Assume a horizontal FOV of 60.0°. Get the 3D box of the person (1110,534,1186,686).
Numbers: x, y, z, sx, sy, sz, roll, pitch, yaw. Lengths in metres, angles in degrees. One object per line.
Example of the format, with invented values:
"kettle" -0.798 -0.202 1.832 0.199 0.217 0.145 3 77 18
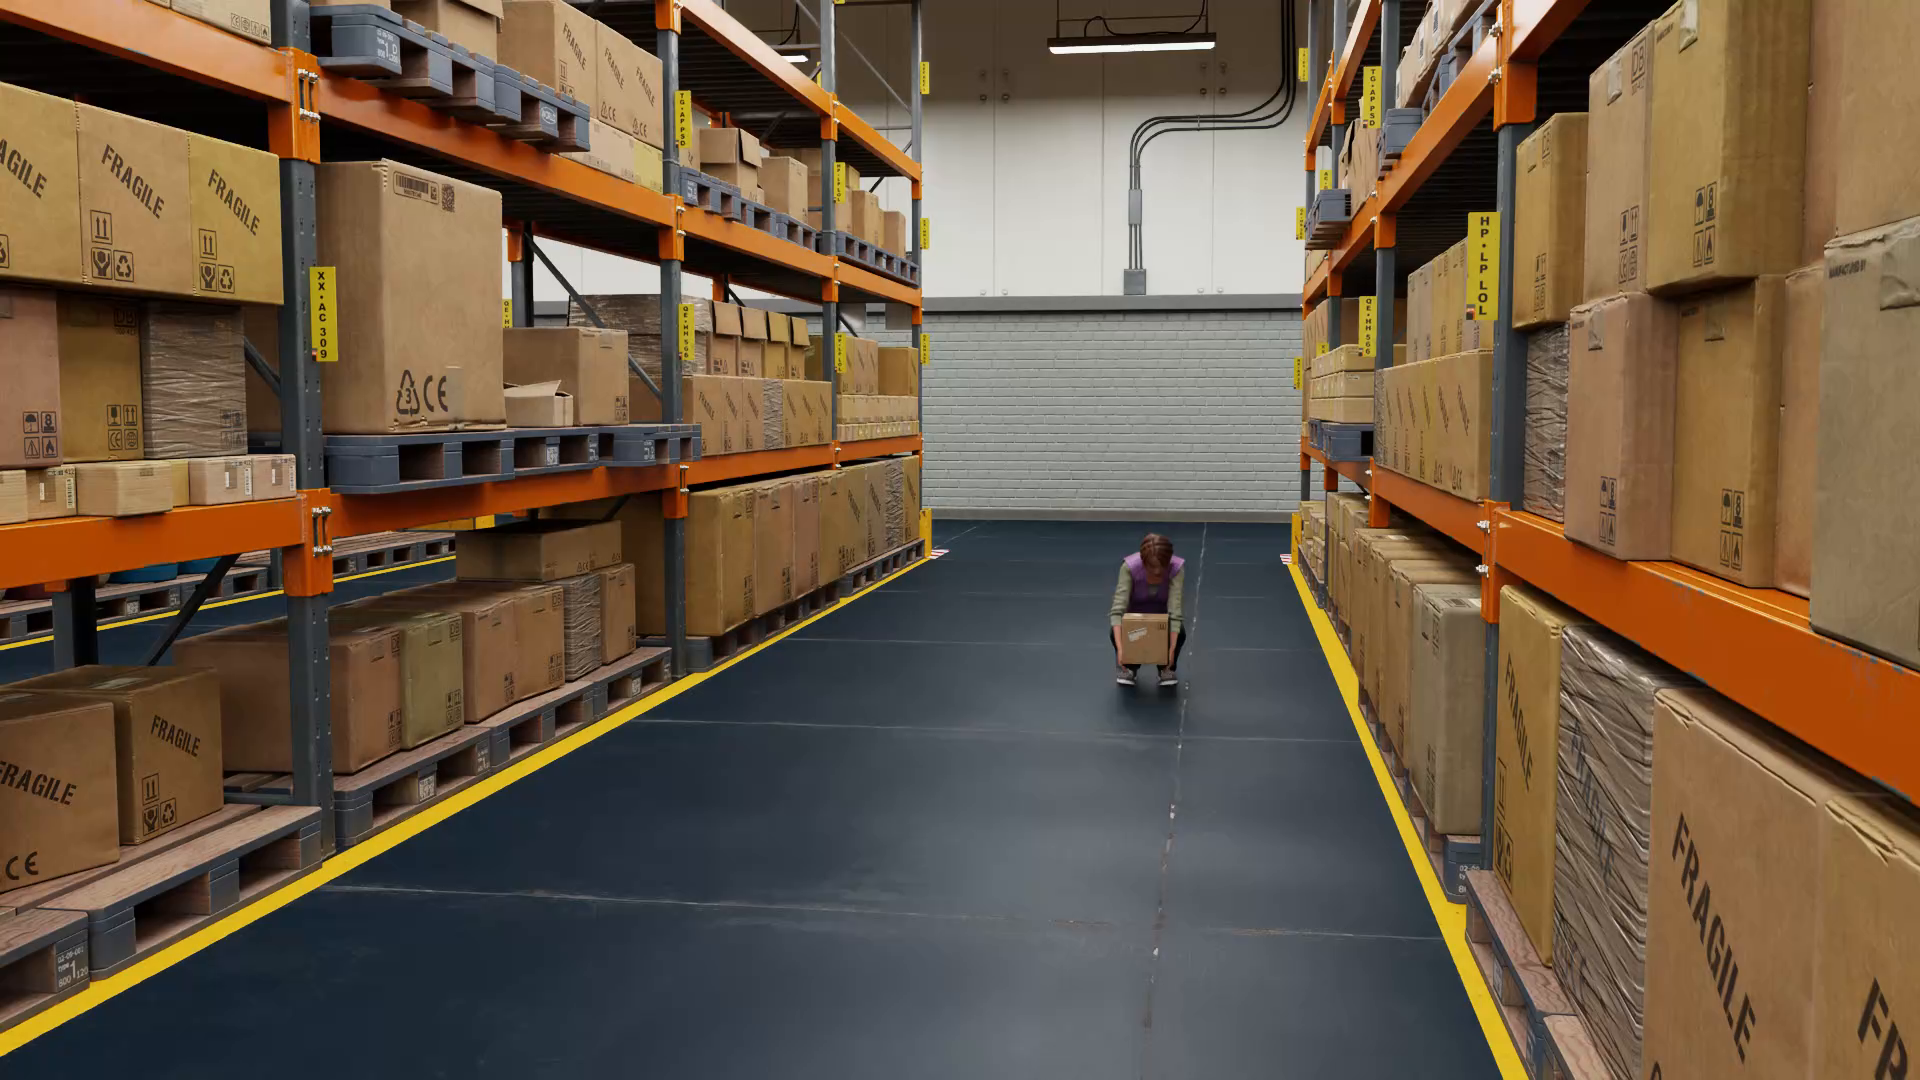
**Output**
"person" 1.081 0.407 9.536 0.430 0.892 0.814 1 5 8
